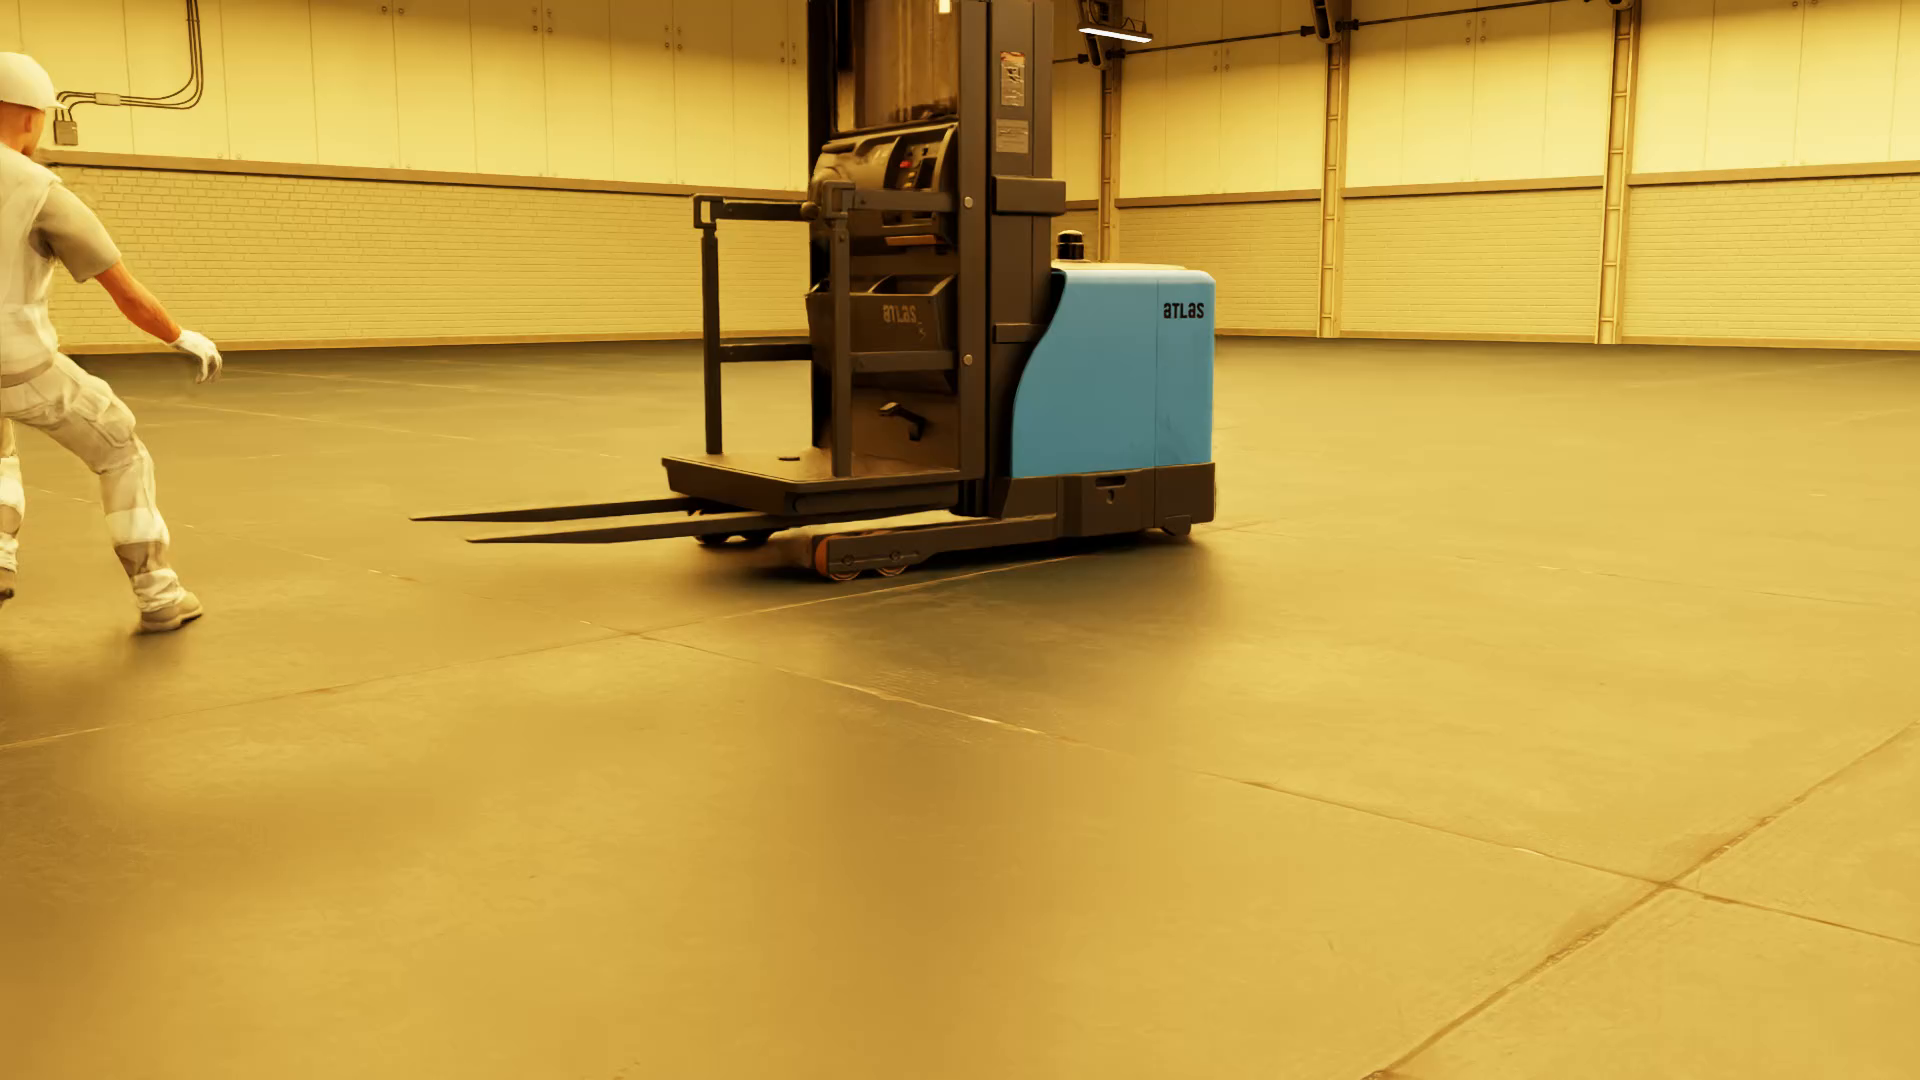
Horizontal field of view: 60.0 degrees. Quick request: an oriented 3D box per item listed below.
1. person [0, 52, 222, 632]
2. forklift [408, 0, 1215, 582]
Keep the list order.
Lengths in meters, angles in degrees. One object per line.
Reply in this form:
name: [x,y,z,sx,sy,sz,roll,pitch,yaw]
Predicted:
person: [-2.677,-0.543,4.806,0.892,1.654,0.553,0,9,-1]
forklift: [-0.470,-1.393,6.126,3.031,2.935,1.130,-6,10,-34]
